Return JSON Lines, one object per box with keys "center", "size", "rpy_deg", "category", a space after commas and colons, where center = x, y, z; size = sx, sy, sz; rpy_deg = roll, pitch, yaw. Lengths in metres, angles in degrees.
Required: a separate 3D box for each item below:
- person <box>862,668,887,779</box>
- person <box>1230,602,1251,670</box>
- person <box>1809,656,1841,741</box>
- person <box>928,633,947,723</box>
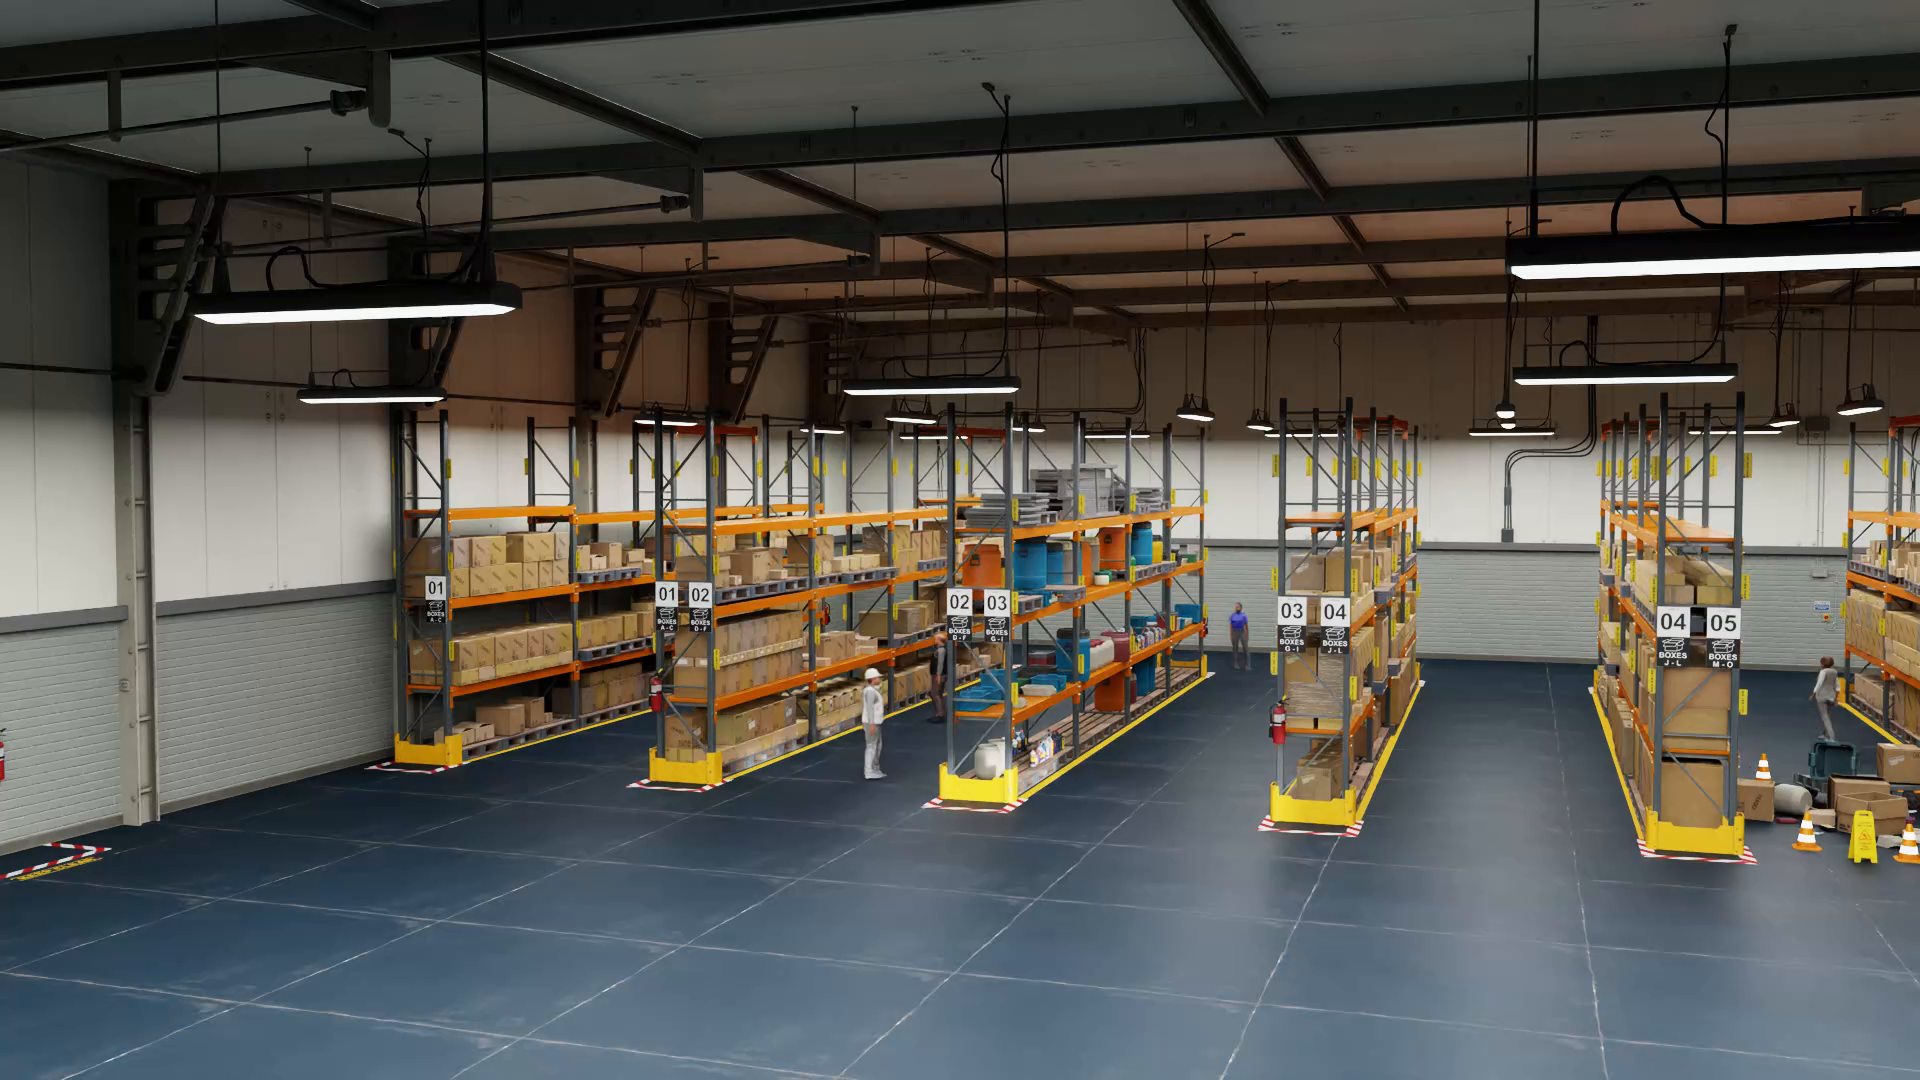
{"center": [-1.390, 2.985, 26.911], "size": [0.408, 1.813, 0.601], "rpy_deg": [0, 2, 0], "category": "person"}
{"center": [7.010, 2.404, 41.520], "size": [0.547, 1.651, 0.385], "rpy_deg": [1, 3, 19], "category": "person"}
{"center": [15.809, 2.896, 30.381], "size": [0.493, 1.578, 0.841], "rpy_deg": [0, 2, 4], "category": "person"}
{"center": [-0.434, 2.737, 32.995], "size": [0.394, 1.762, 0.587], "rpy_deg": [0, 2, 8], "category": "person"}
